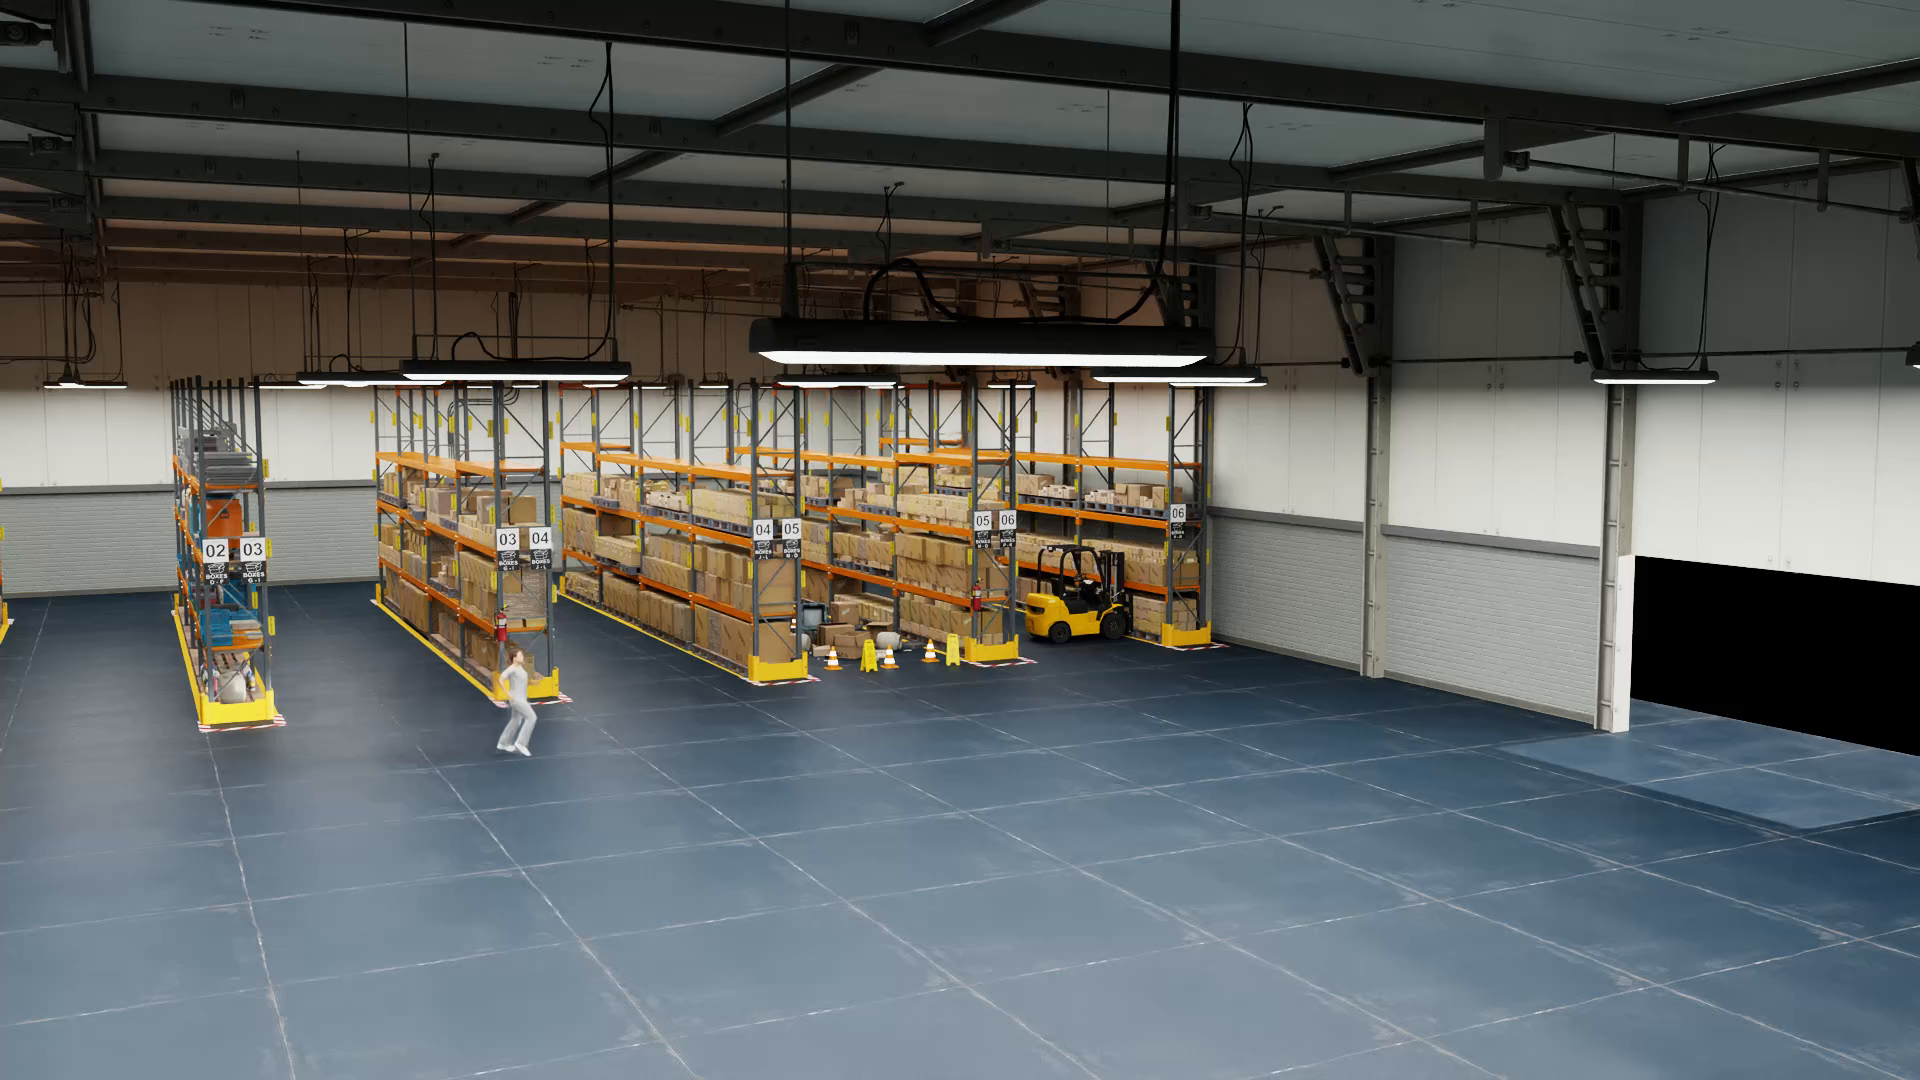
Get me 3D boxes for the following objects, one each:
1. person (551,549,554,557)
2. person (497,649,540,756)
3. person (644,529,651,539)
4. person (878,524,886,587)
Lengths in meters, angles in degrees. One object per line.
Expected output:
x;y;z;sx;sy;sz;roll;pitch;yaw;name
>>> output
-12.009;0.656;47.709;0.641;1.648;0.837;2;5;20;person
-6.976;2.558;26.244;0.717;1.700;0.534;0;5;-3;person
-9.201;0.478;49.995;0.917;1.664;0.597;-3;6;-30;person
-2.250;0.444;46.446;0.707;1.748;0.530;-4;6;-35;person
